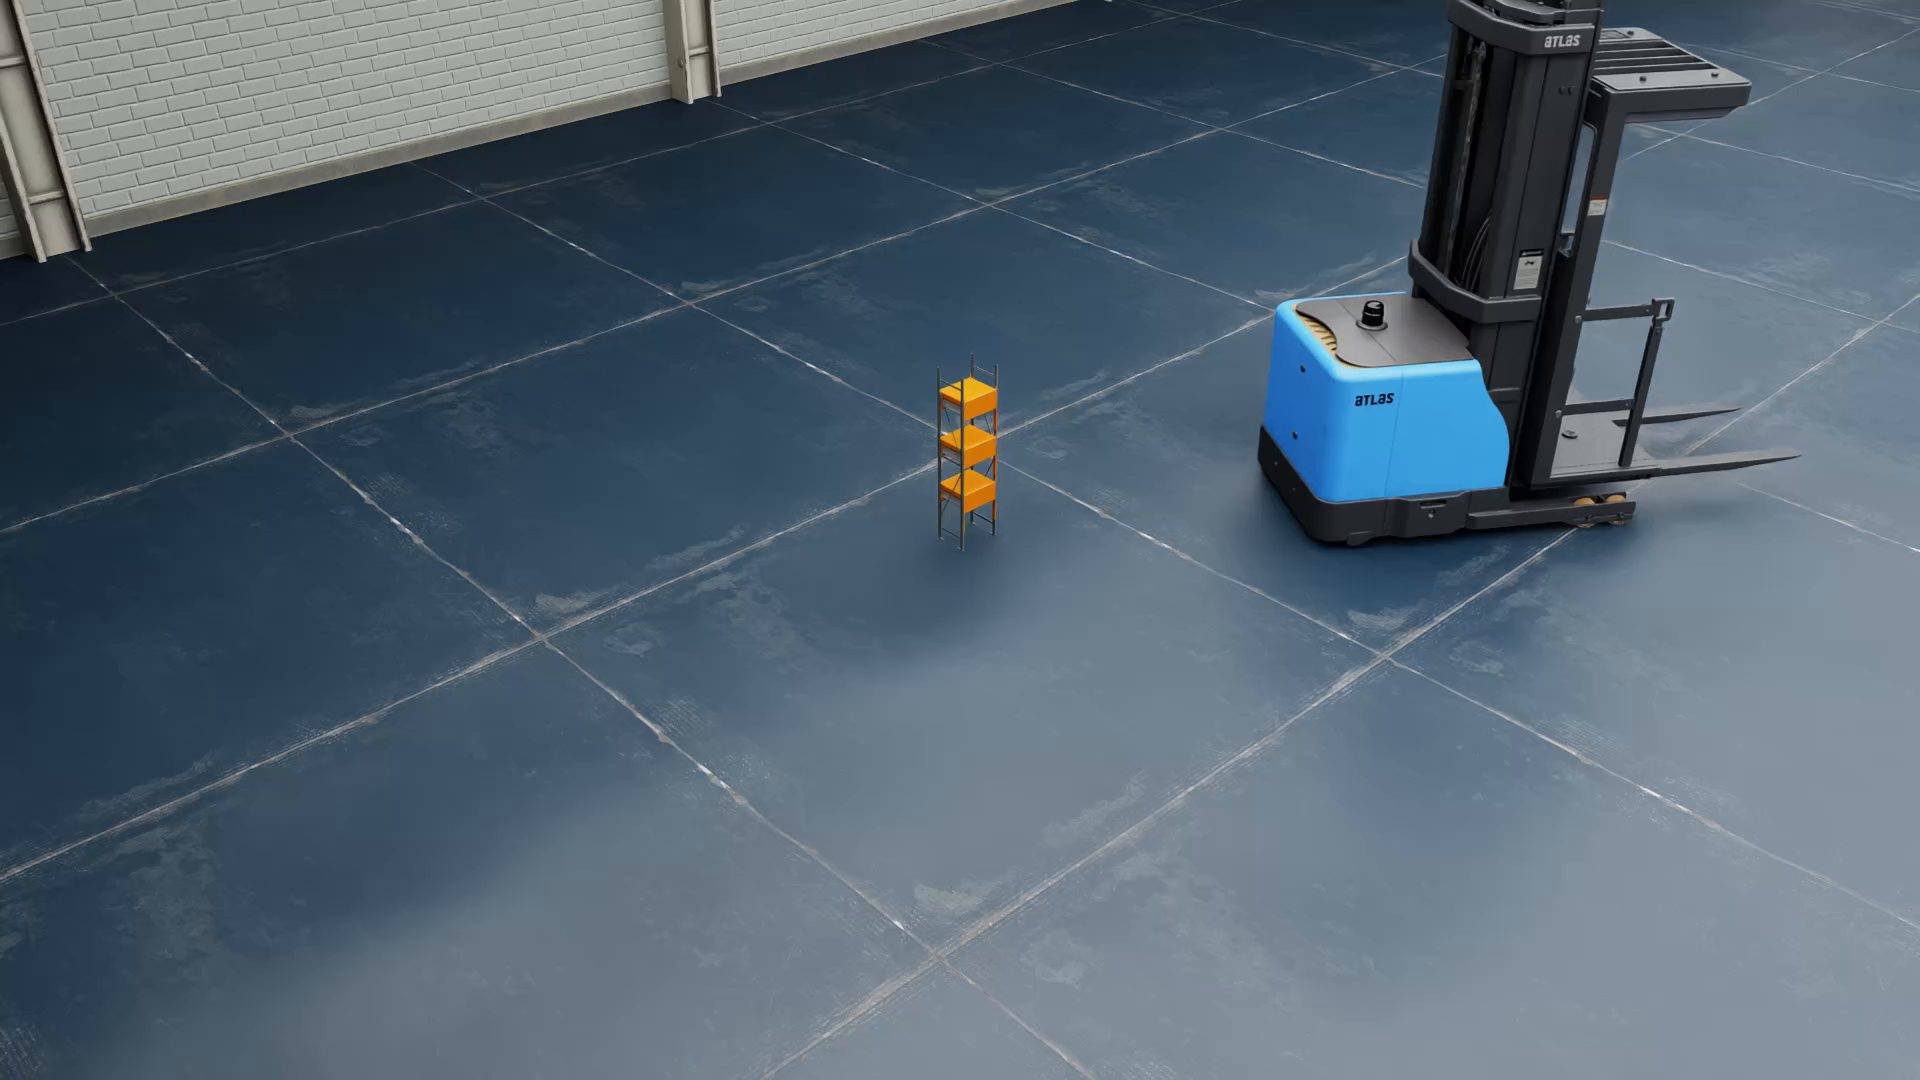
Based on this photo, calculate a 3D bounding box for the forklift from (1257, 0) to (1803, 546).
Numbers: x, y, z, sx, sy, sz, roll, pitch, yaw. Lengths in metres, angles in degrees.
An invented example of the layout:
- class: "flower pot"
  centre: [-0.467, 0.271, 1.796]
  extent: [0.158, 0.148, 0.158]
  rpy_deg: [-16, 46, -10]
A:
- class: "forklift"
  centre: [3.337, -1.583, 9.030]
  extent: [3.031, 2.935, 1.130]
  rpy_deg: [-6, 32, -9]

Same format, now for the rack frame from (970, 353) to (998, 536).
- class: "rack frame"
  centre: [0.129, -0.510, 9.078]
  extent: [0.008, 1.050, 0.200]
  rpy_deg: [-26, 40, -35]

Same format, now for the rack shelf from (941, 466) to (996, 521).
- class: "rack shelf"
  centre: [0.039, -0.221, 9.158]
  extent: [0.240, 0.259, 0.215]
  rpy_deg: [-26, 40, -35]

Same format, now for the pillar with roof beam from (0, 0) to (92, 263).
- class: "pillar with roof beam"
  centre: [-4.075, -4.440, 7.885]
  extent: [0.400, 9.000, 9.100]
  rpy_deg: [-26, 40, -35]

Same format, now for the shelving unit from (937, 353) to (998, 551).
- class: "shelving unit"
  centre: [0.039, -0.467, 9.007]
  extent: [0.252, 1.050, 0.215]
  rpy_deg: [-26, 40, -35]

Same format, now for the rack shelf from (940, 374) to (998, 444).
- class: "rack shelf"
  centre: [0.039, -0.700, 8.865]
  extent: [0.240, 0.259, 0.215]
  rpy_deg: [-26, 40, -35]

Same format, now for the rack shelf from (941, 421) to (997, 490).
- class: "rack shelf"
  centre: [0.039, -0.458, 9.013]
  extent: [0.240, 0.259, 0.215]
  rpy_deg: [-26, 40, -35]

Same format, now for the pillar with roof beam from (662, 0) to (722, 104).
- class: "pillar with roof beam"
  centre: [0.325, -6.568, 11.366]
  extent: [0.400, 9.000, 9.100]
  rpy_deg: [-26, 40, -35]

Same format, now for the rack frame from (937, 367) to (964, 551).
- class: "rack frame"
  centre: [-0.050, -0.424, 8.936]
  extent: [0.008, 1.050, 0.200]
  rpy_deg: [-26, 40, -35]
